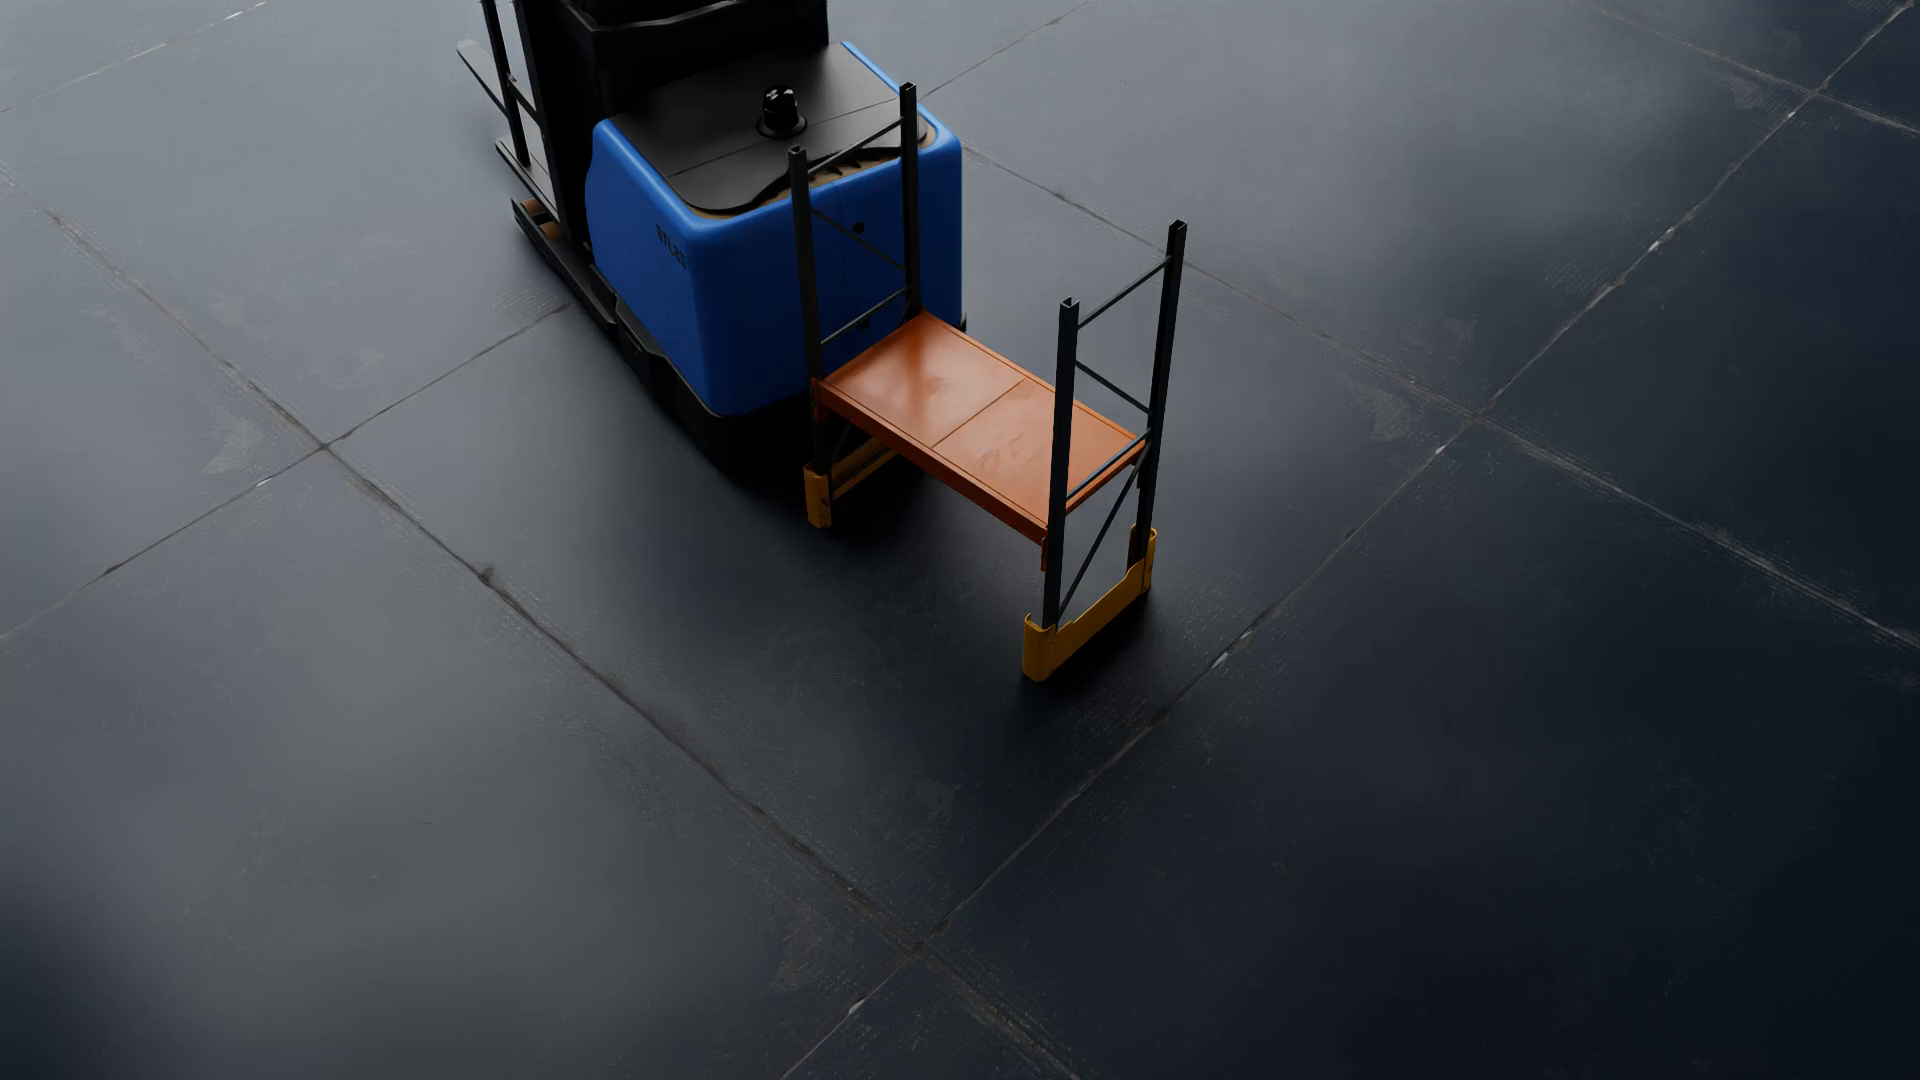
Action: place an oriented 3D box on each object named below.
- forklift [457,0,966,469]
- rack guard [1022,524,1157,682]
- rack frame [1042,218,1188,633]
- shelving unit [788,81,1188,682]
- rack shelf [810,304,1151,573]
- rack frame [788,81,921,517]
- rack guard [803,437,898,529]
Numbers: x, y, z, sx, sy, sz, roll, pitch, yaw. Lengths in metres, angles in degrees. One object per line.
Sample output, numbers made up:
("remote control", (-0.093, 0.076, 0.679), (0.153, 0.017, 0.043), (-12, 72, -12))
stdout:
("forklift", (-1.194, -2.312, 5.910), (1.130, 2.935, 3.031), (-25, 52, -22))
("rack guard", (0.422, 0.198, 5.392), (0.087, 0.250, 0.587), (34, 55, 28))
("rack frame", (0.436, -0.220, 4.928), (0.032, 1.500, 0.500), (34, 55, 28))
("shelving unit", (0.056, -0.476, 5.168), (1.083, 1.500, 0.587), (34, 55, 28))
("rack shelf", (0.063, -0.348, 5.295), (1.000, 0.185, 0.538), (34, 55, 28))
("rack frame", (-0.311, -0.723, 5.400), (0.032, 1.500, 0.500), (34, 55, 28))
("rack guard", (-0.310, -0.294, 5.855), (0.087, 0.250, 0.587), (34, 55, 28))
